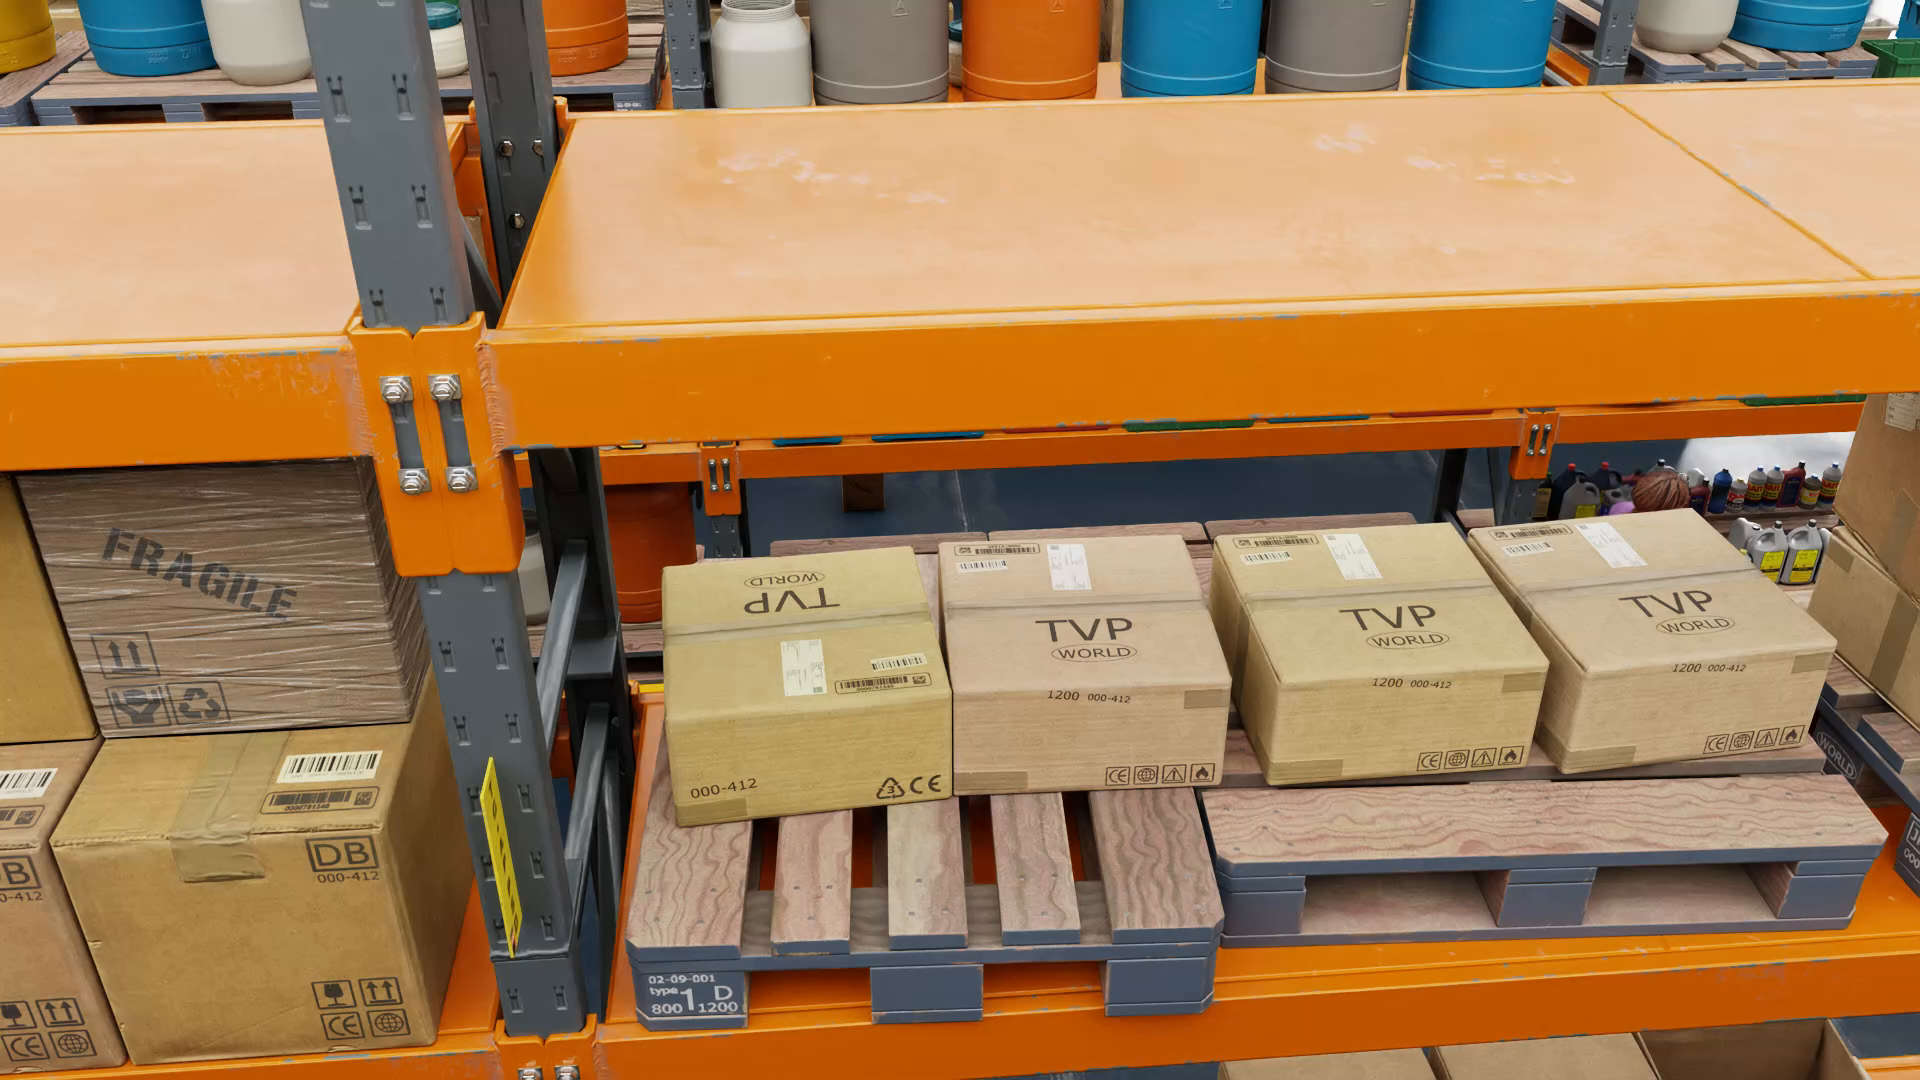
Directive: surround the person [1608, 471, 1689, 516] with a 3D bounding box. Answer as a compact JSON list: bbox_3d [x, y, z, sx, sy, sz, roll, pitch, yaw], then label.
[{"bbox_3d":[2.914,0.378,7.430,0.443,1.583,0.459,3,31,5],"label":"person"}]
